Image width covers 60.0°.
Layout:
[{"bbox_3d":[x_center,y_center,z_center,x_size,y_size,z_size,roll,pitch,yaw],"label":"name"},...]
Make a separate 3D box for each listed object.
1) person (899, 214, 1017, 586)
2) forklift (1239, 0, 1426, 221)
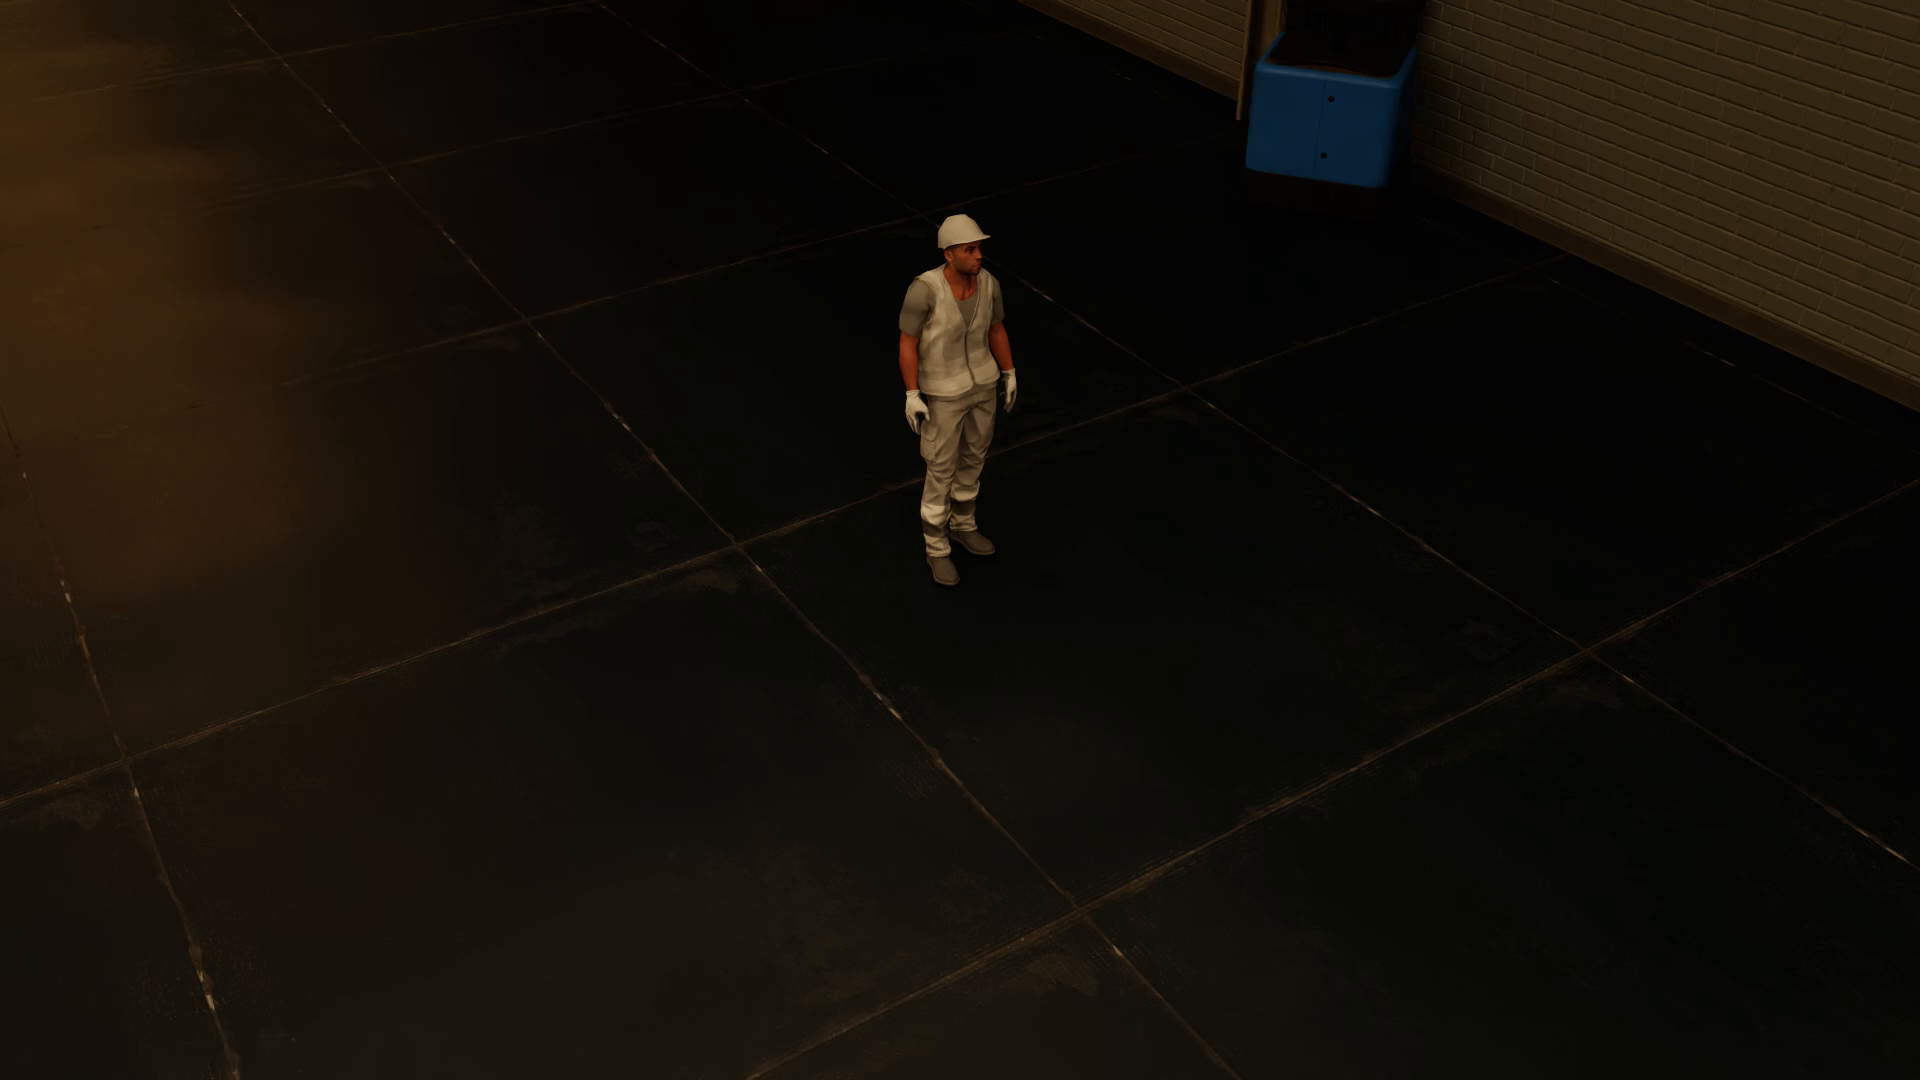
[{"bbox_3d":[0.033,-0.696,8.118,0.637,1.787,0.564,-21,40,-27],"label":"person"},{"bbox_3d":[3.062,-4.307,12.277,1.130,2.935,3.031,13,37,18],"label":"forklift"}]
